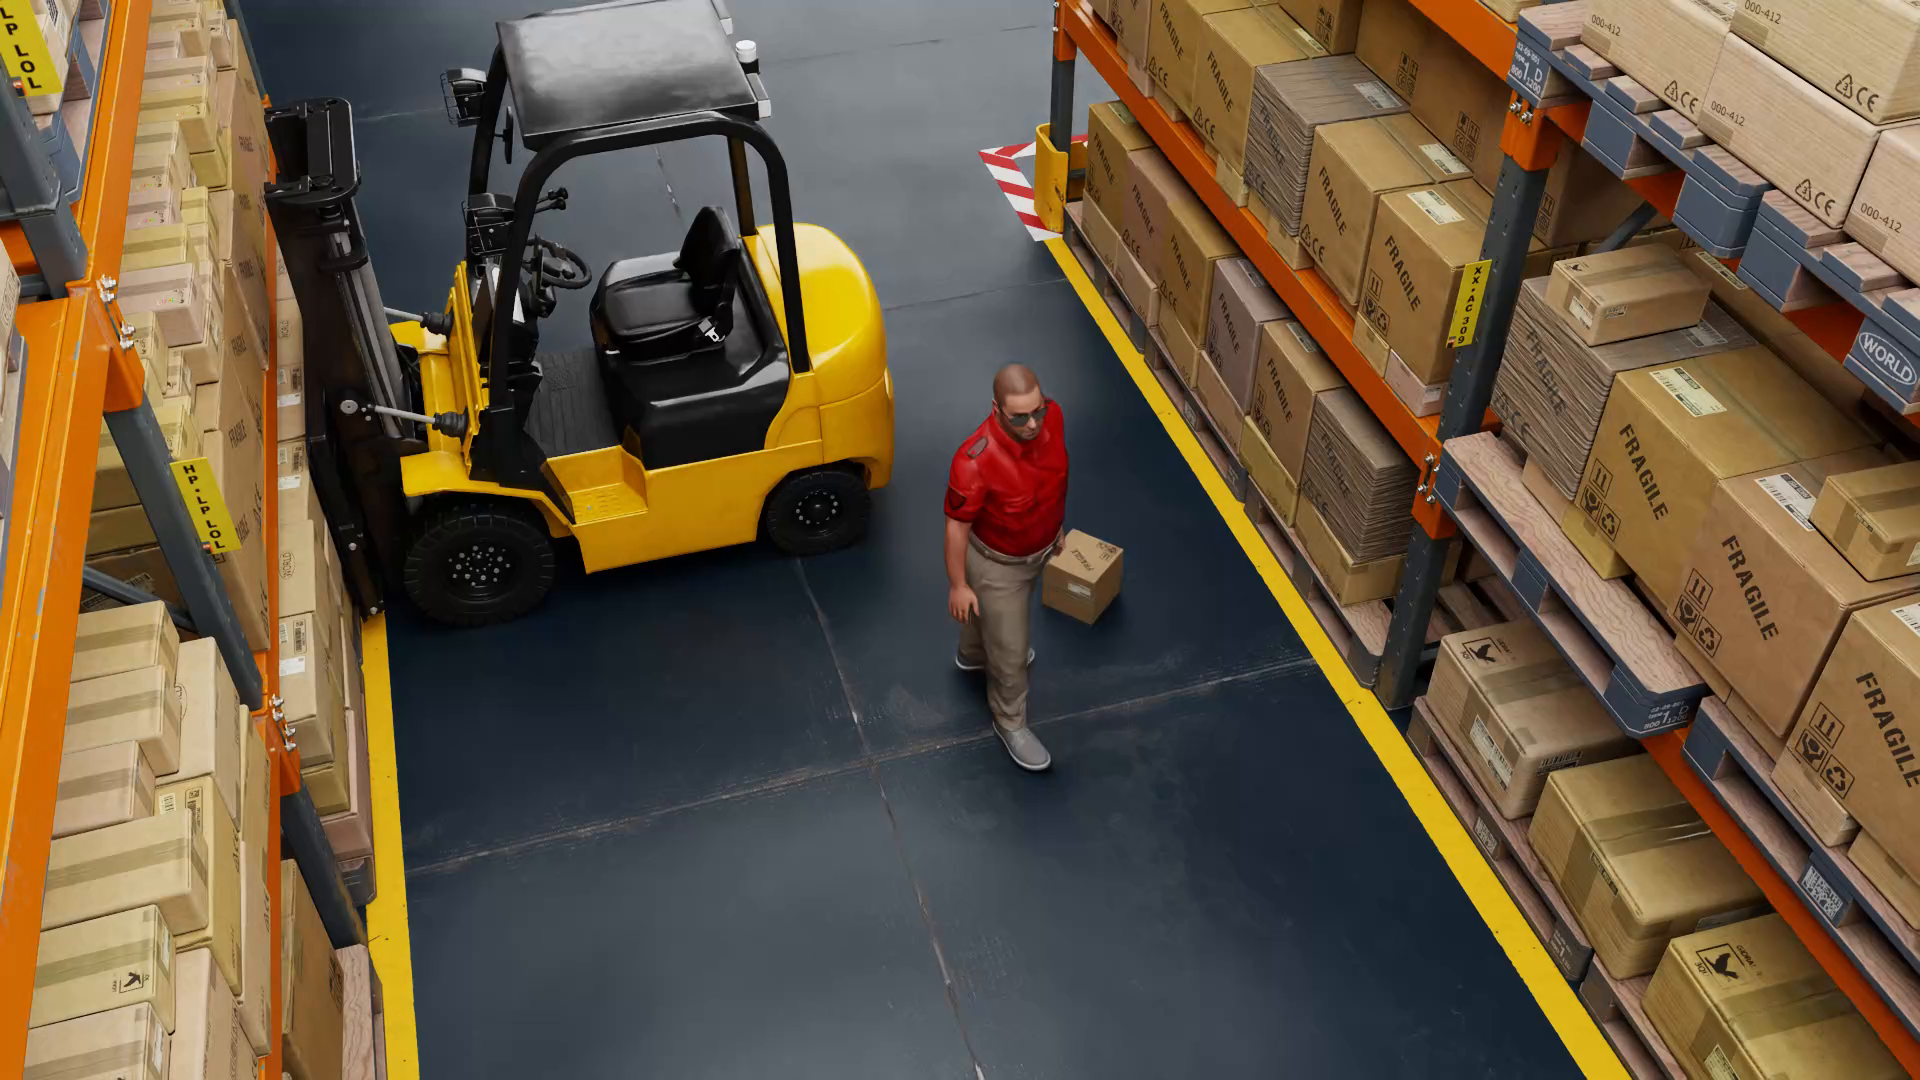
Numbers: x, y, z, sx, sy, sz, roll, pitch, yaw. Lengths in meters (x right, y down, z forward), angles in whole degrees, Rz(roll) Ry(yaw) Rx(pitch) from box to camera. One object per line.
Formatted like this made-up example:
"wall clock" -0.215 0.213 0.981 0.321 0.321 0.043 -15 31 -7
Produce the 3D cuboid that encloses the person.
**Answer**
"person" 0.188 0.046 6.119 0.631 1.715 0.604 27 48 27
